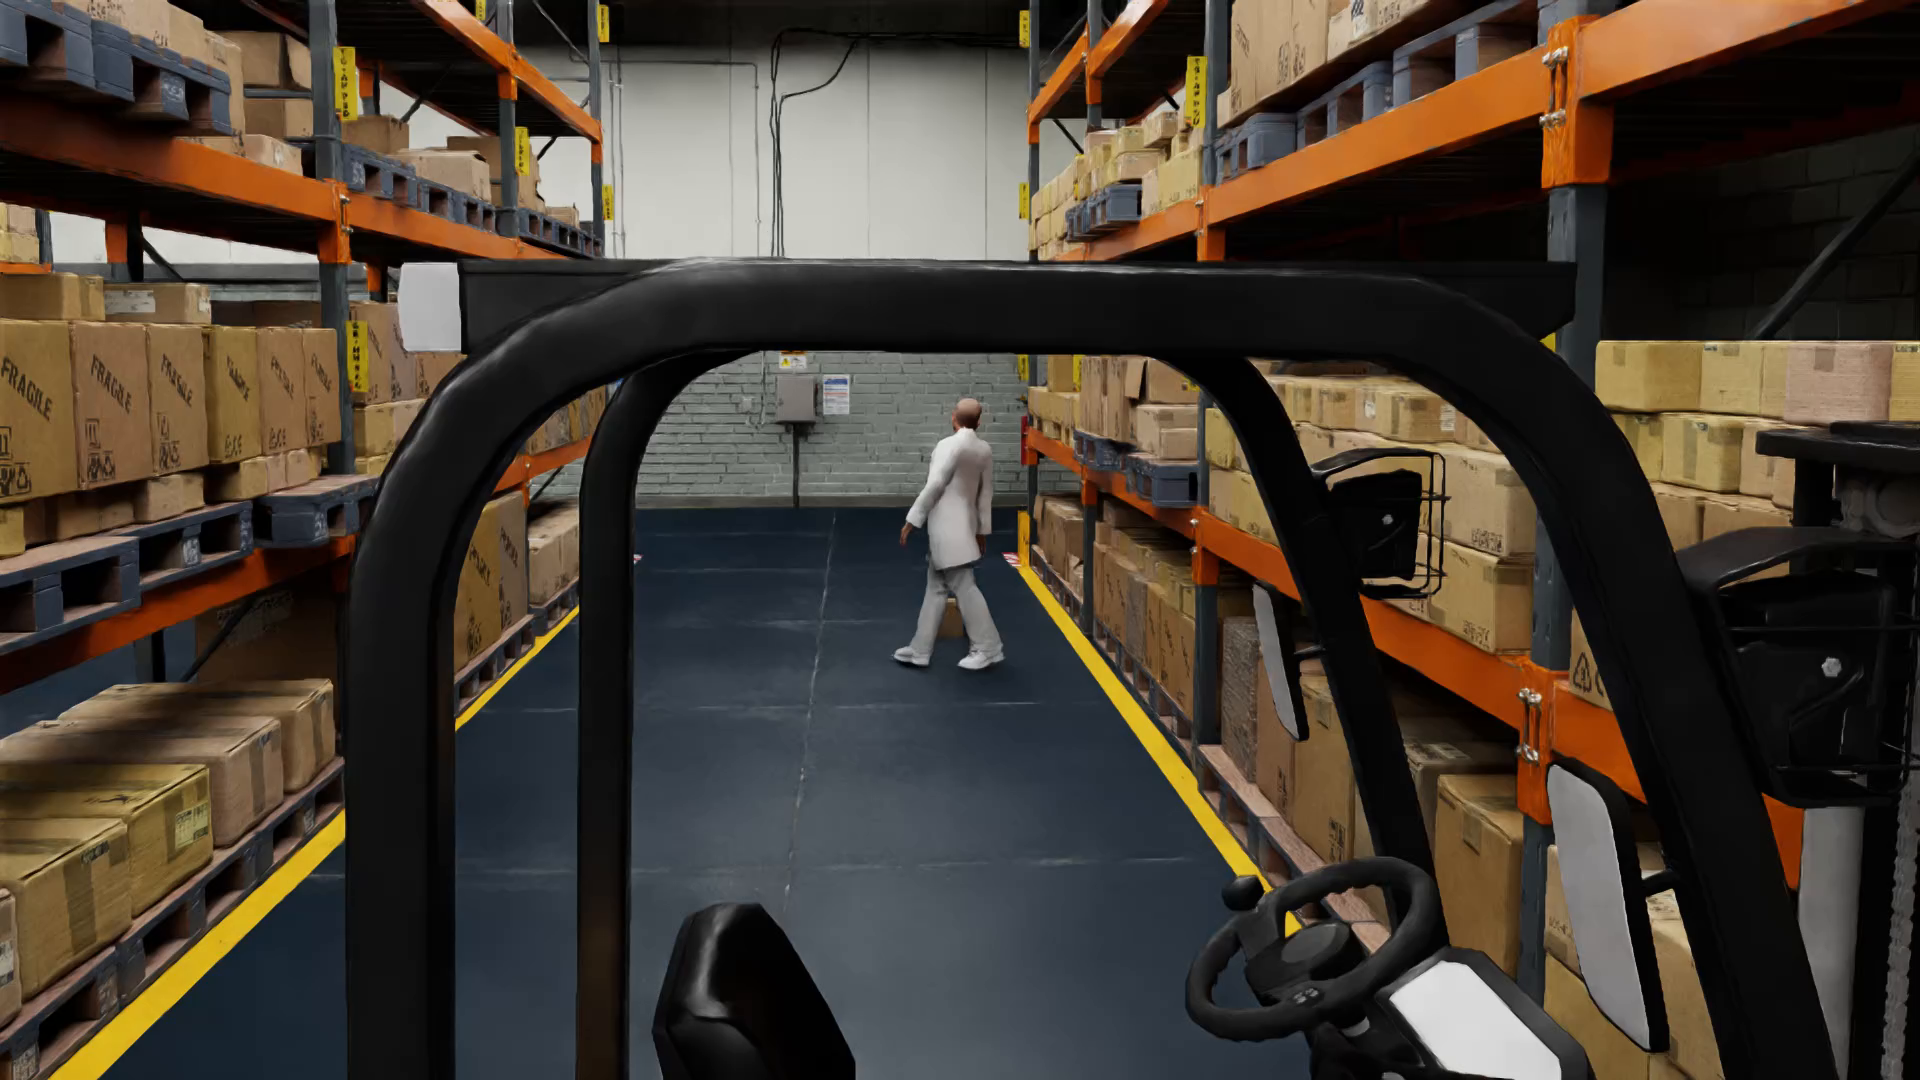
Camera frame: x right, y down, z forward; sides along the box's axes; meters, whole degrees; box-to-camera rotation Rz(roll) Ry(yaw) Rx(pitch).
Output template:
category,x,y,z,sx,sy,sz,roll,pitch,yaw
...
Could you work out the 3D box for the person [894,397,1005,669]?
category,x,y,z,sx,sy,sz,roll,pitch,yaw
person,-0.069,-0.054,10.836,0.763,1.742,0.615,2,7,18
